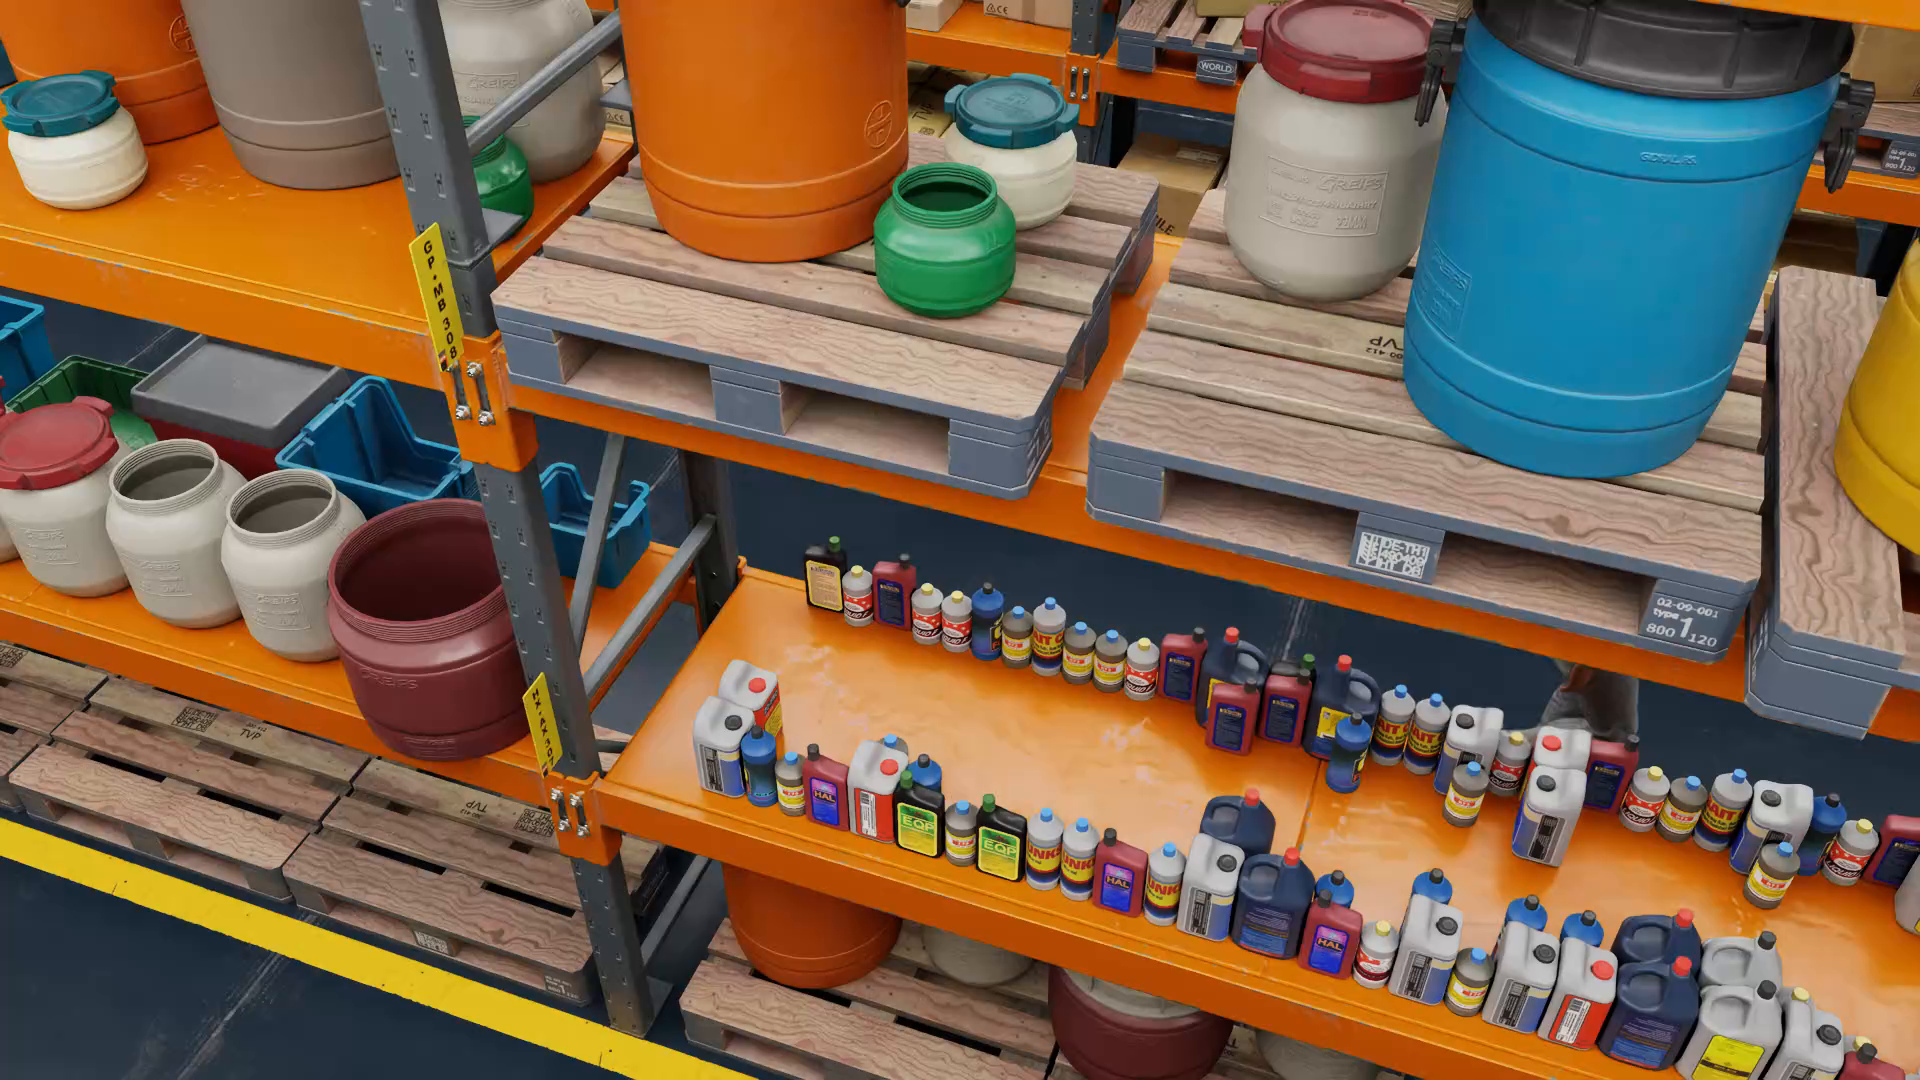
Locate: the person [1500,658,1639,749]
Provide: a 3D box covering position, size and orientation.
[{"bbox_3d":[2.189,0.287,5.777,0.516,1.763,0.538,11,42,12],"label":"person"}]
